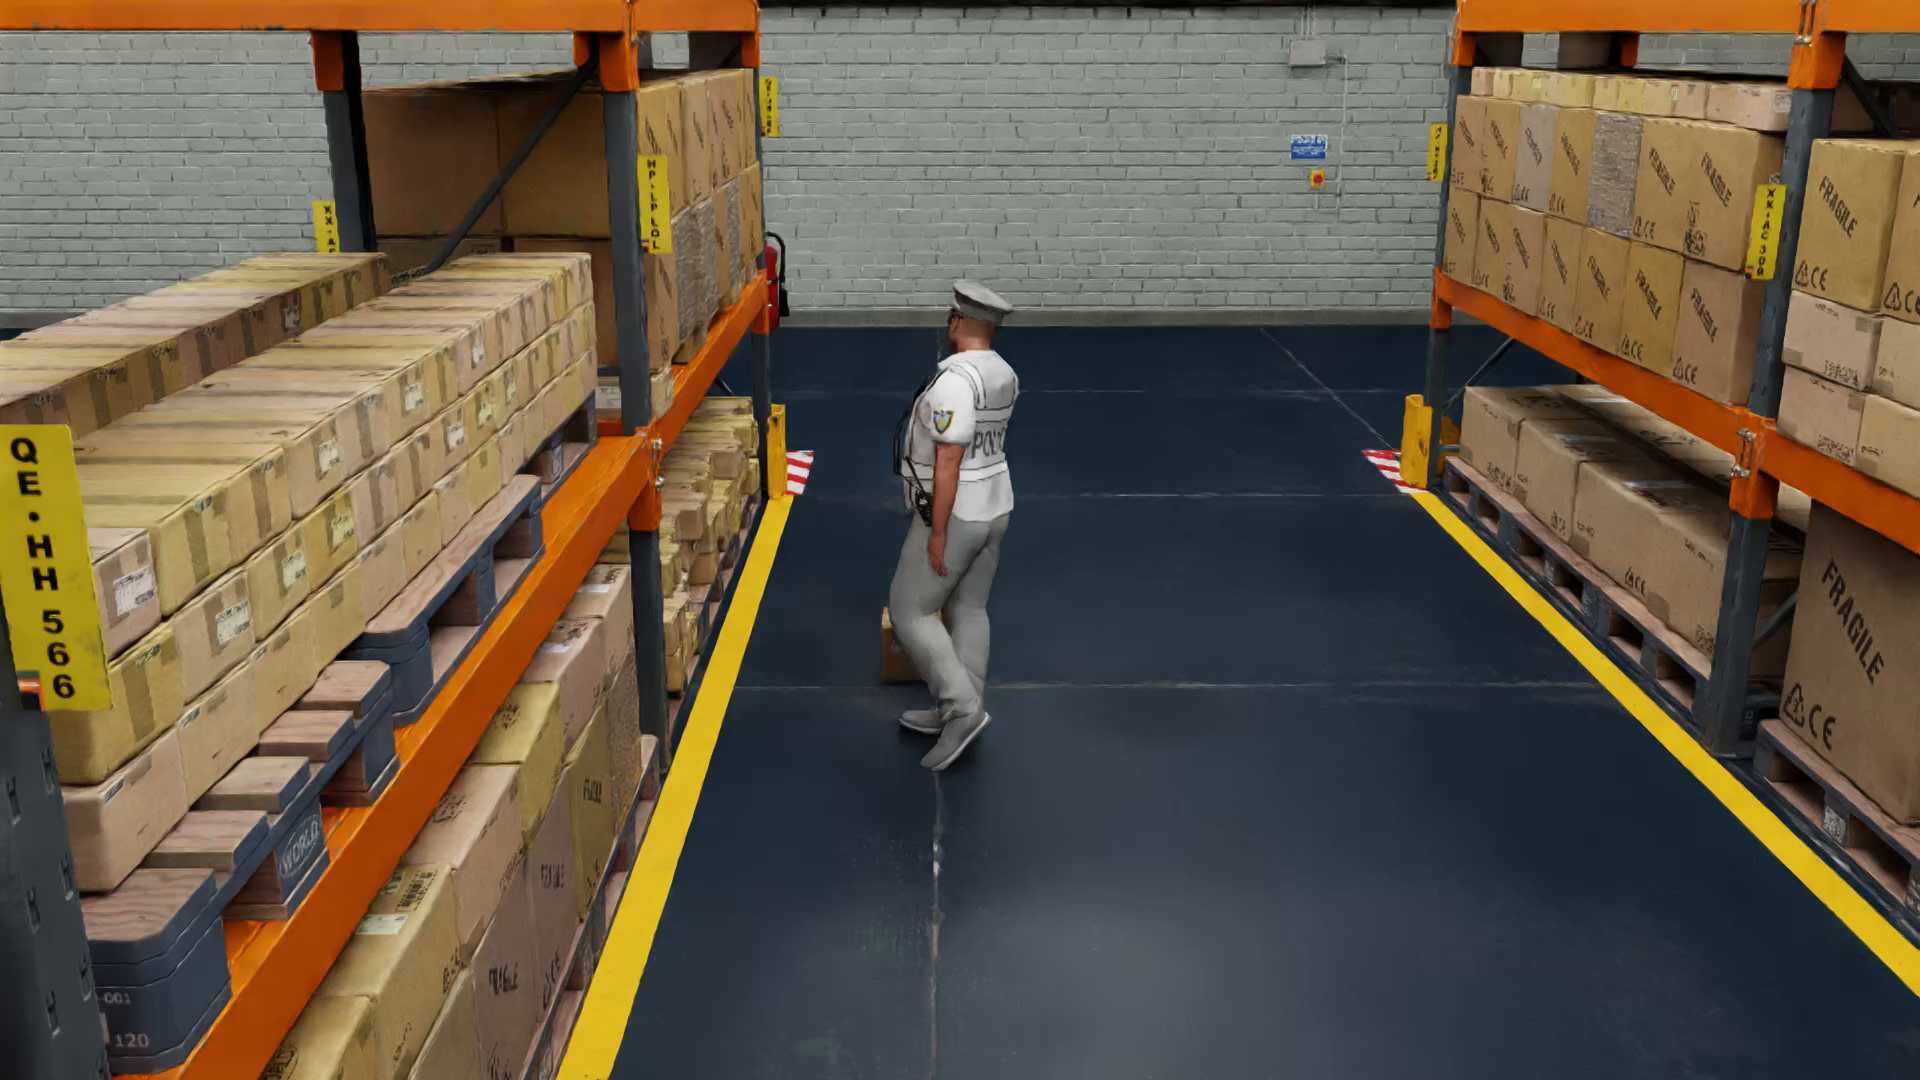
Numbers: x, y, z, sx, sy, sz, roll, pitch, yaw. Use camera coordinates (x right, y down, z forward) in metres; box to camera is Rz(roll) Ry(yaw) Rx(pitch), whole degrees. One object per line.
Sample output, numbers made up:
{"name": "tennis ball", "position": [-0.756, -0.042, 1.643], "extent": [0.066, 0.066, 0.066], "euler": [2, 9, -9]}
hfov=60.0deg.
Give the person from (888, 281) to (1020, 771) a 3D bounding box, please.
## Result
{"name": "person", "position": [-0.019, -0.055, 6.264], "extent": [0.447, 1.790, 0.646], "euler": [8, 19, 23]}
